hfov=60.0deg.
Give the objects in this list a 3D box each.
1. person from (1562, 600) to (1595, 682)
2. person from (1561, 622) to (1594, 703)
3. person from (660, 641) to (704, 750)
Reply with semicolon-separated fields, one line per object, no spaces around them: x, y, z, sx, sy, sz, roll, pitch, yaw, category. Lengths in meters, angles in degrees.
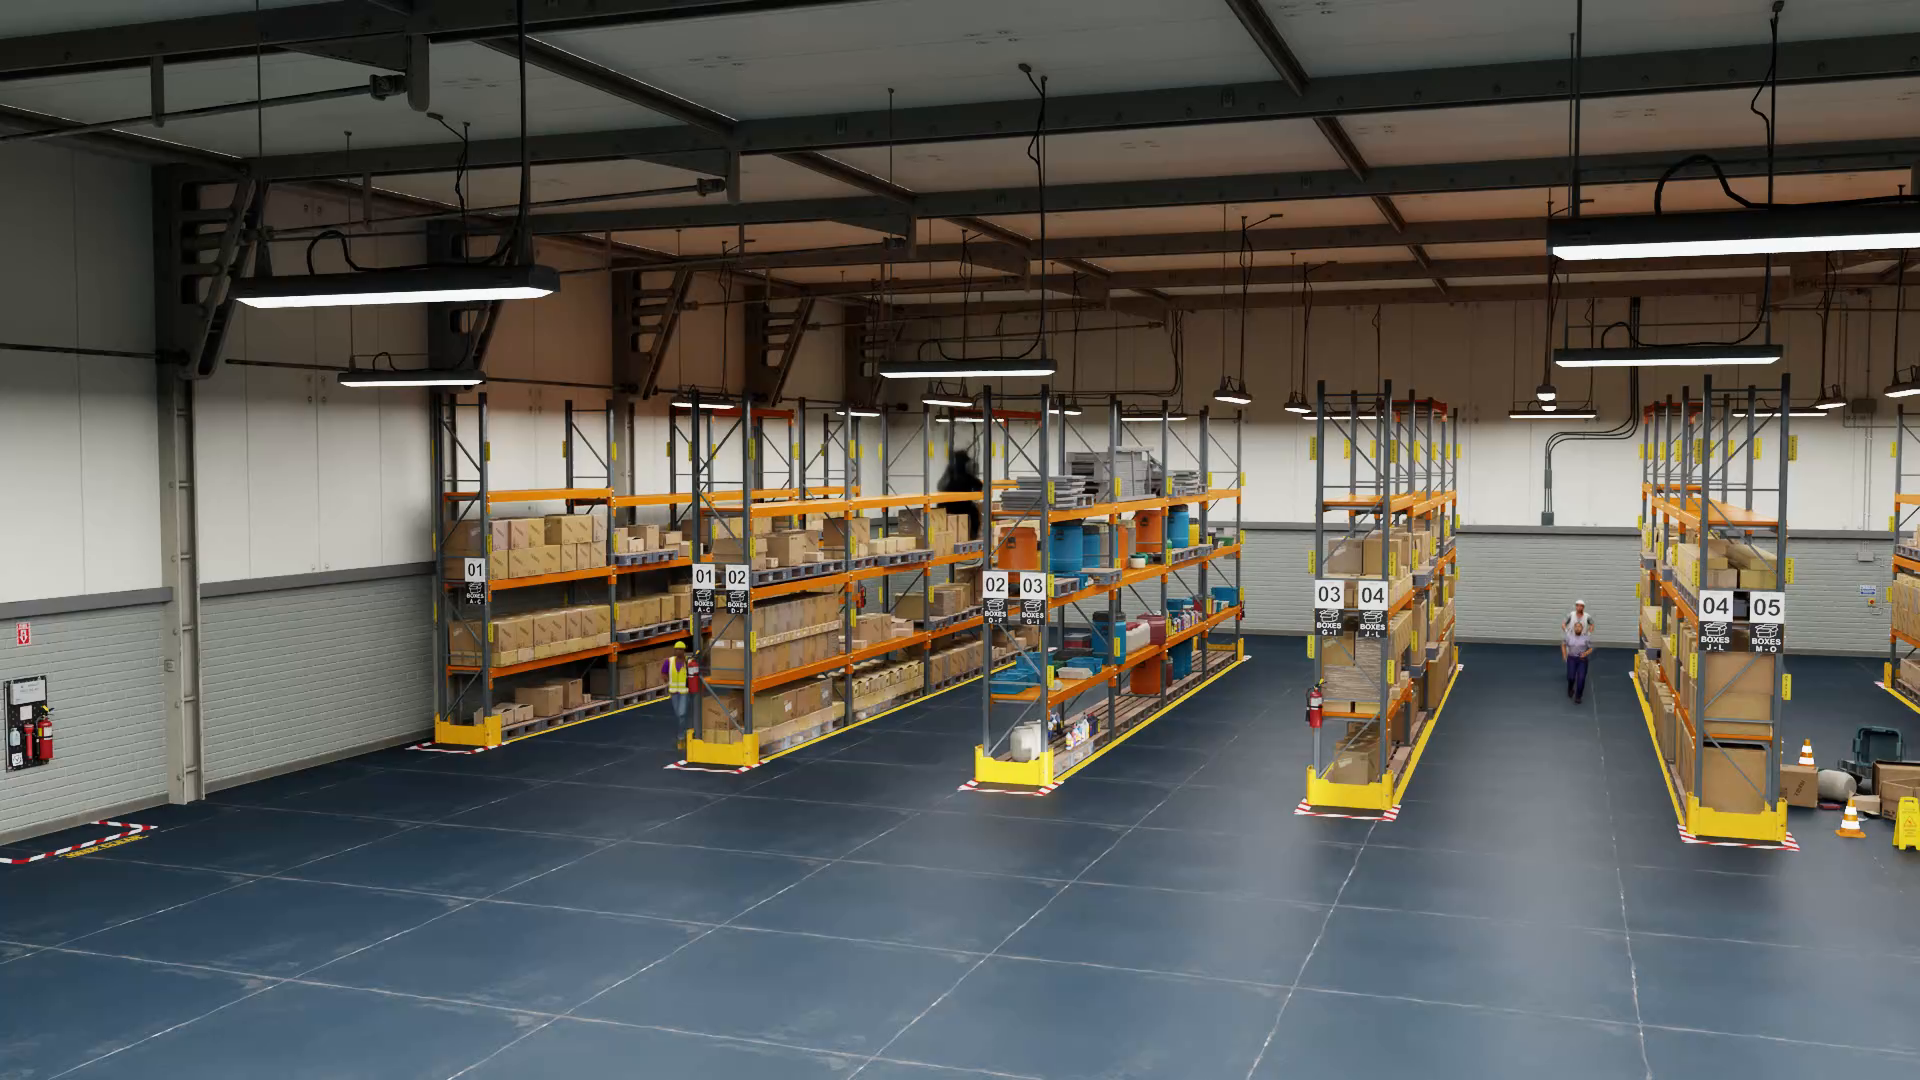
13.513;2.187;36.371;0.678;1.767;0.856;1;3;21;person
12.291;2.442;33.125;0.607;1.607;0.538;1;3;21;person
-4.746;2.616;28.238;0.677;1.817;0.798;1;3;13;person
